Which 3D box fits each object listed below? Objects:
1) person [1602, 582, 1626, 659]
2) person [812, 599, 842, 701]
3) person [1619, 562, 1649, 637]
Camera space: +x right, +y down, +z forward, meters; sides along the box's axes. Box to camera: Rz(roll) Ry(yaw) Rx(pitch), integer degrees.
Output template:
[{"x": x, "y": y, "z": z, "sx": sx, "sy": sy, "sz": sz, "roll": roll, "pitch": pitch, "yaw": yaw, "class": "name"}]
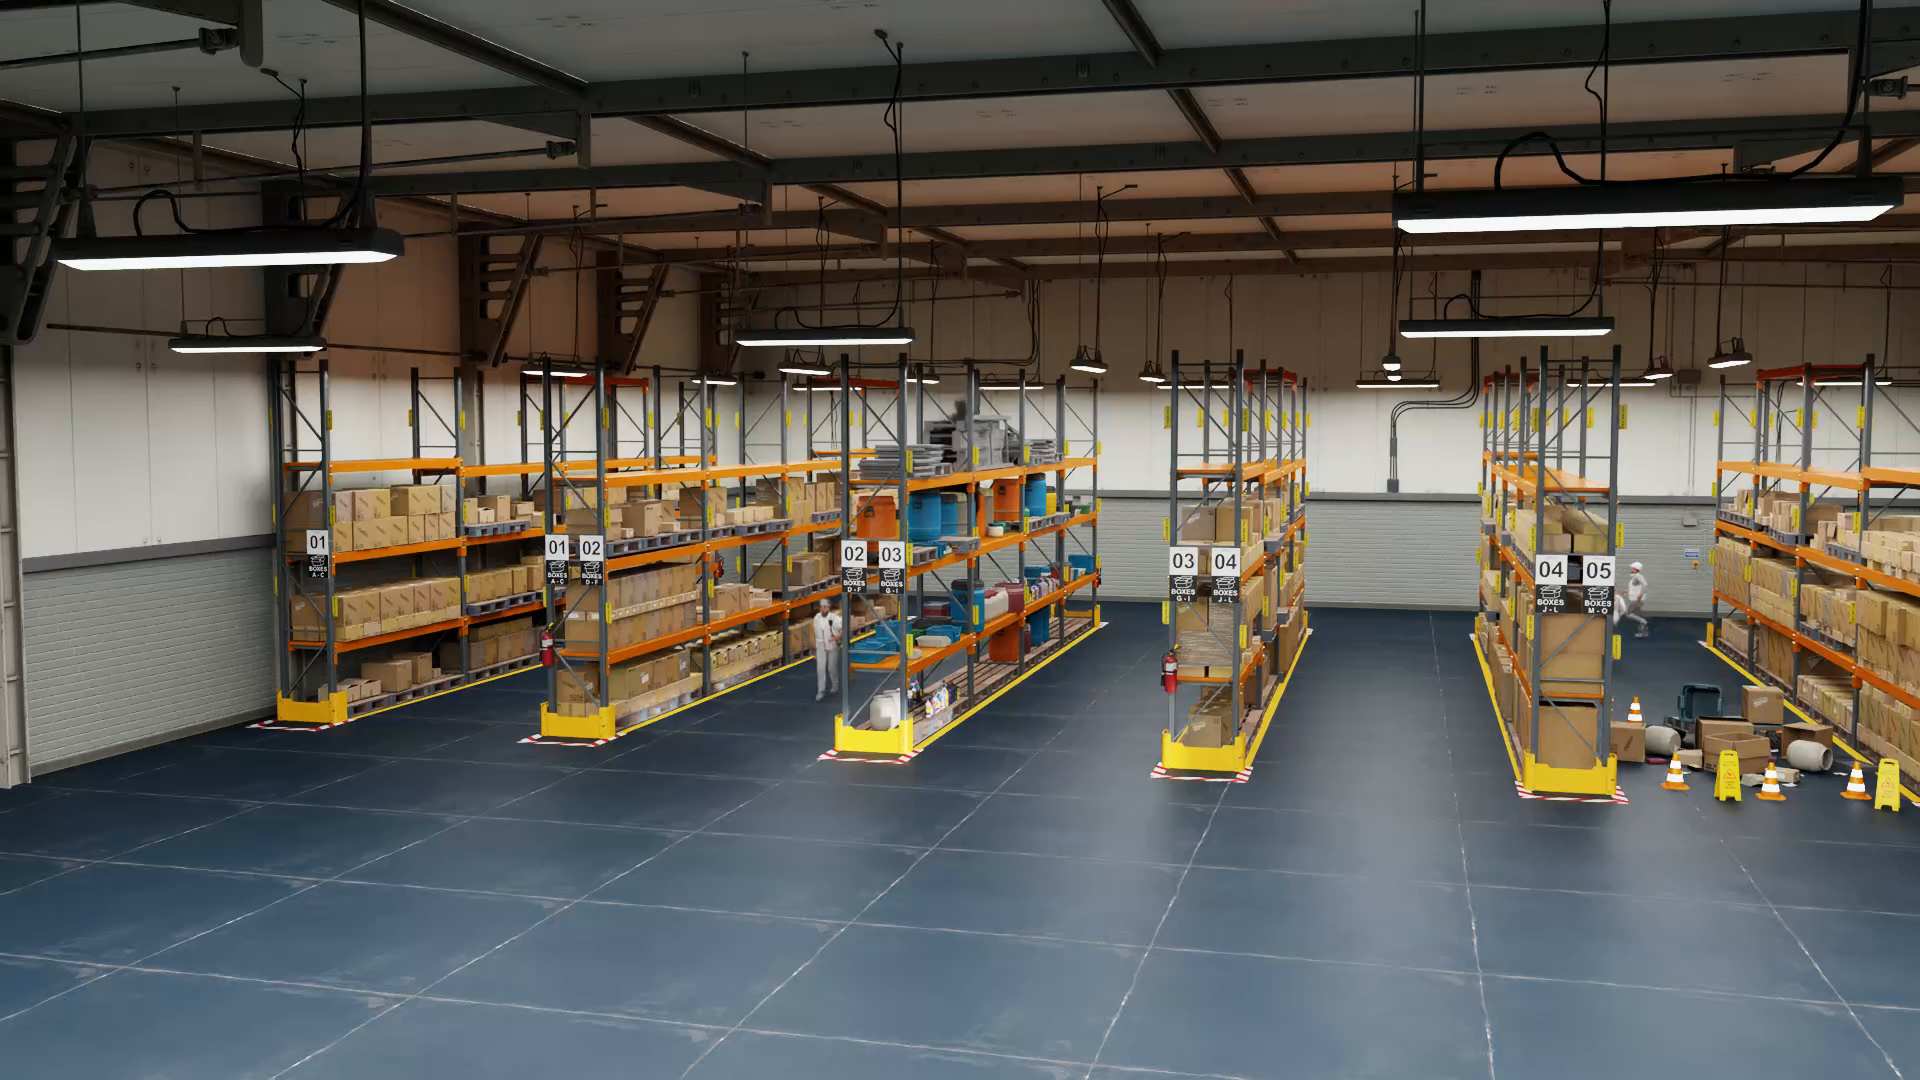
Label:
[{"x": 13.544, "y": 1.696, "z": 34.657, "sx": 0.639, "sy": 1.662, "sz": 0.564, "roll": 1, "pitch": 4, "yaw": 13, "class": "person"}, {"x": -2.373, "y": 1.951, "z": 30.078, "sx": 0.657, "sy": 1.815, "sz": 0.859, "roll": 1, "pitch": 4, "yaw": 10, "class": "person"}, {"x": 15.589, "y": 1.378, "z": 38.421, "sx": 0.681, "sy": 1.731, "sz": 0.689, "roll": 1, "pitch": 4, "yaw": 20, "class": "person"}]
